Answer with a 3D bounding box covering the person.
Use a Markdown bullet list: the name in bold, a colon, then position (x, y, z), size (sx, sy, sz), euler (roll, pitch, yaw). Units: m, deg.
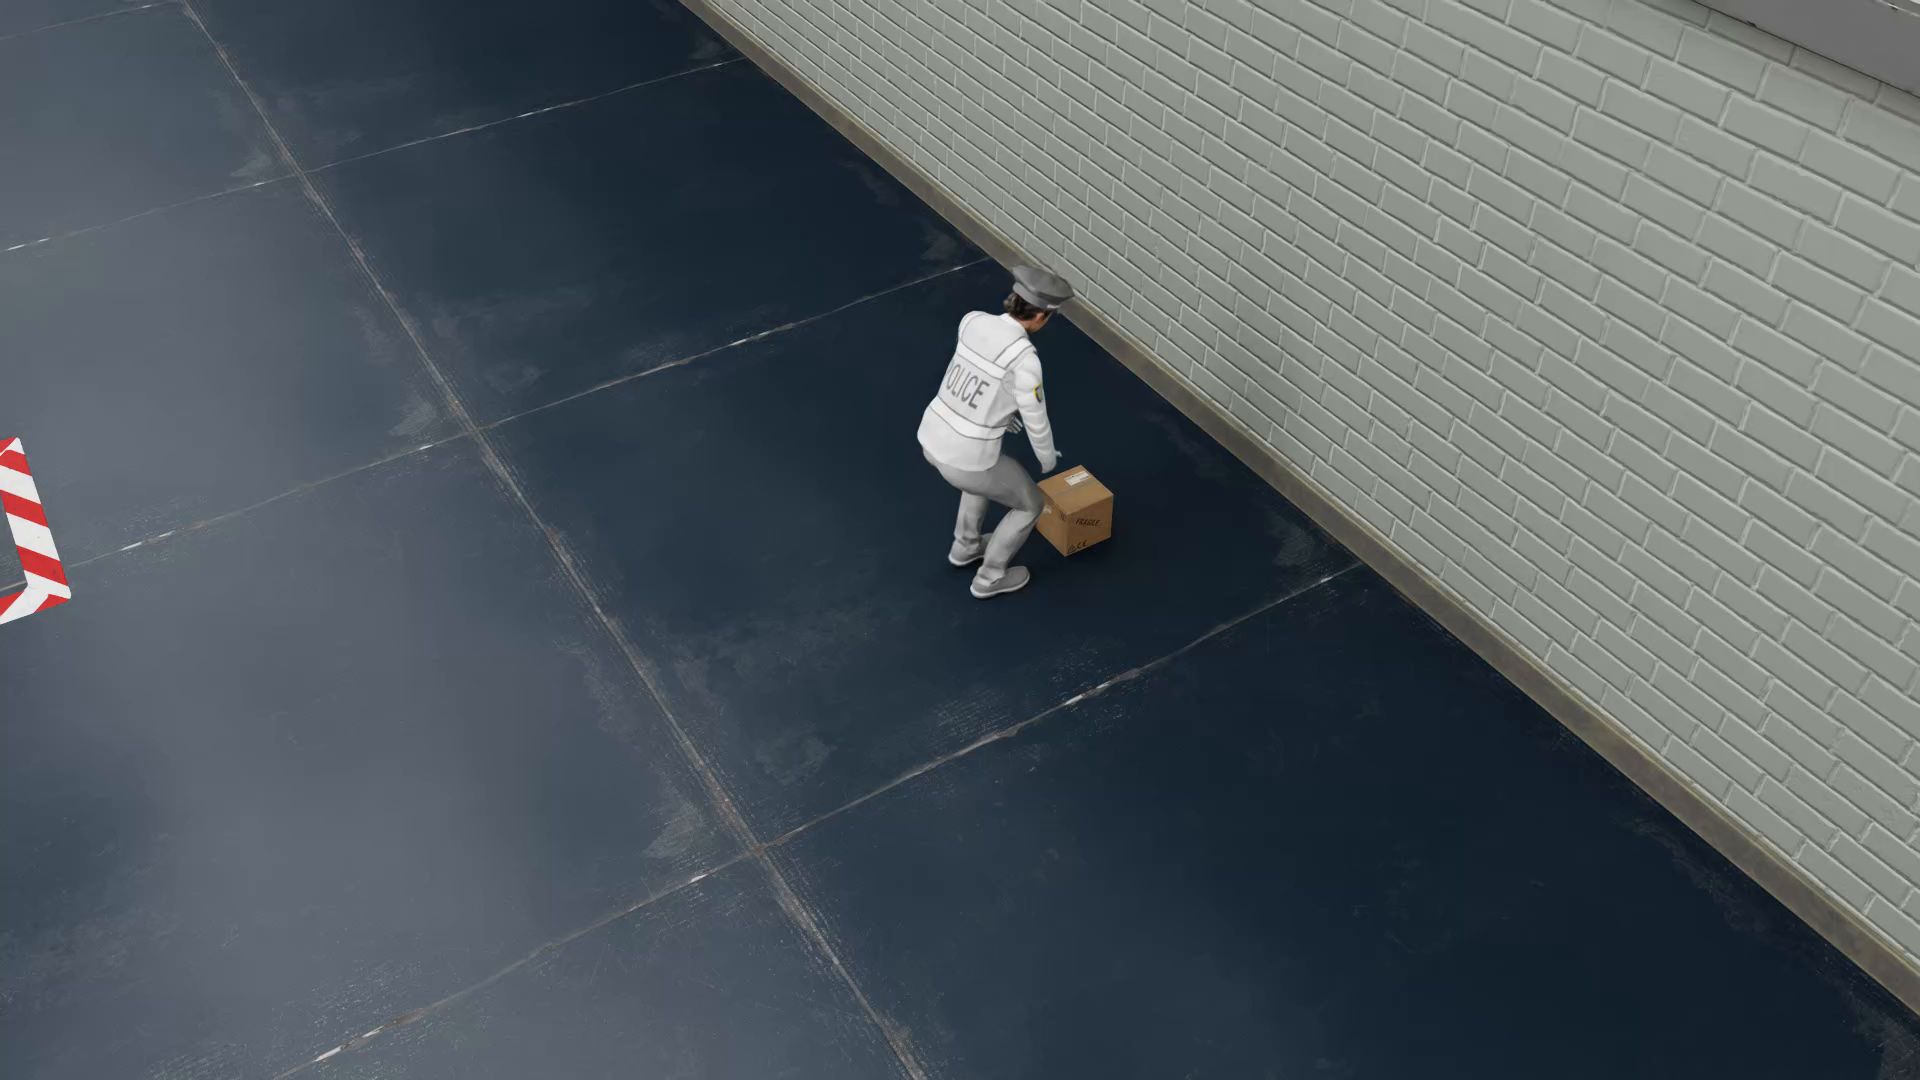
- **person**: position (0.141, -0.439, 6.848), size (0.674, 1.429, 0.534), euler (-22, 46, -24)
